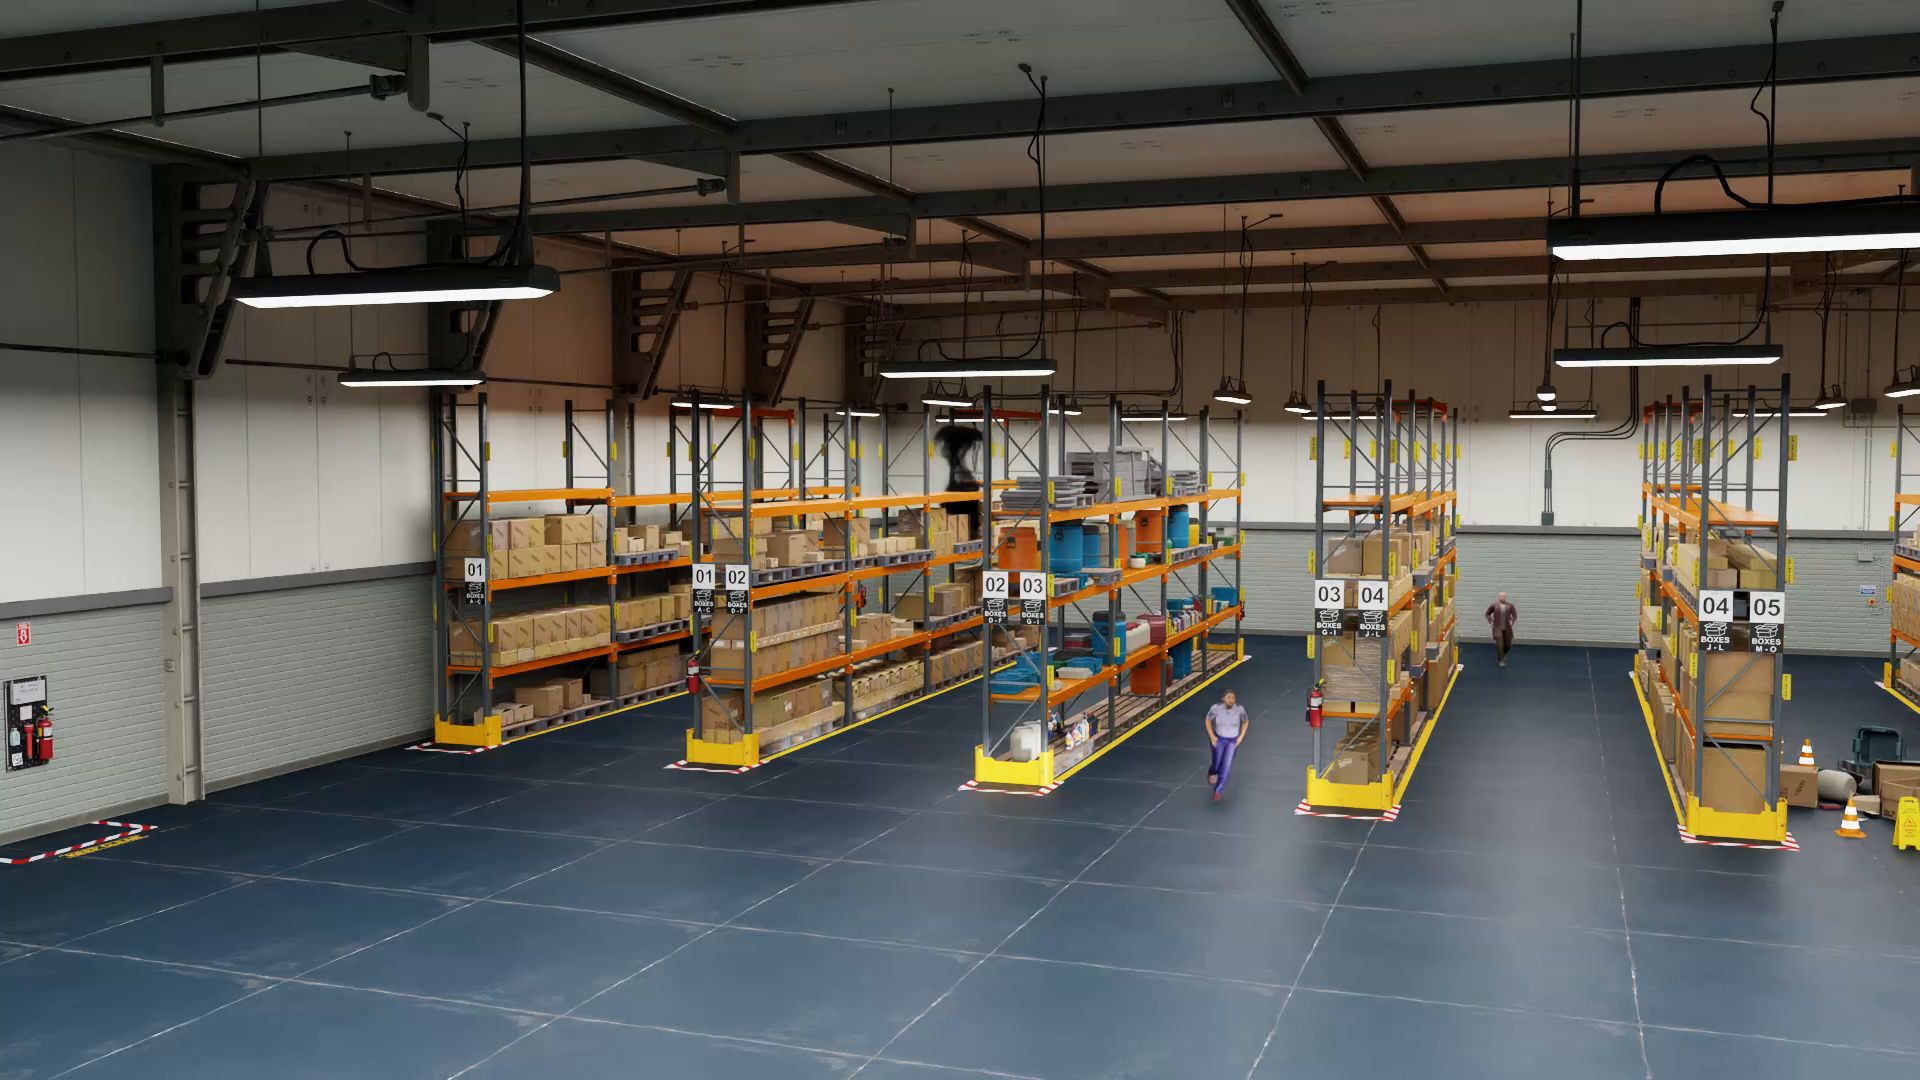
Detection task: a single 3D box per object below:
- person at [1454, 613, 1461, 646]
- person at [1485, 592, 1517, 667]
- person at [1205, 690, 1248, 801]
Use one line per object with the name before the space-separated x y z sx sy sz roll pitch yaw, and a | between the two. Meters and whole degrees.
person | 11.471 2.095 39.266 0.722 1.689 0.565 2 4 36
person | 12.609 2.072 38.737 0.715 1.733 0.804 0 3 8
person | 3.864 2.944 24.143 0.618 1.606 0.729 0 3 -1
